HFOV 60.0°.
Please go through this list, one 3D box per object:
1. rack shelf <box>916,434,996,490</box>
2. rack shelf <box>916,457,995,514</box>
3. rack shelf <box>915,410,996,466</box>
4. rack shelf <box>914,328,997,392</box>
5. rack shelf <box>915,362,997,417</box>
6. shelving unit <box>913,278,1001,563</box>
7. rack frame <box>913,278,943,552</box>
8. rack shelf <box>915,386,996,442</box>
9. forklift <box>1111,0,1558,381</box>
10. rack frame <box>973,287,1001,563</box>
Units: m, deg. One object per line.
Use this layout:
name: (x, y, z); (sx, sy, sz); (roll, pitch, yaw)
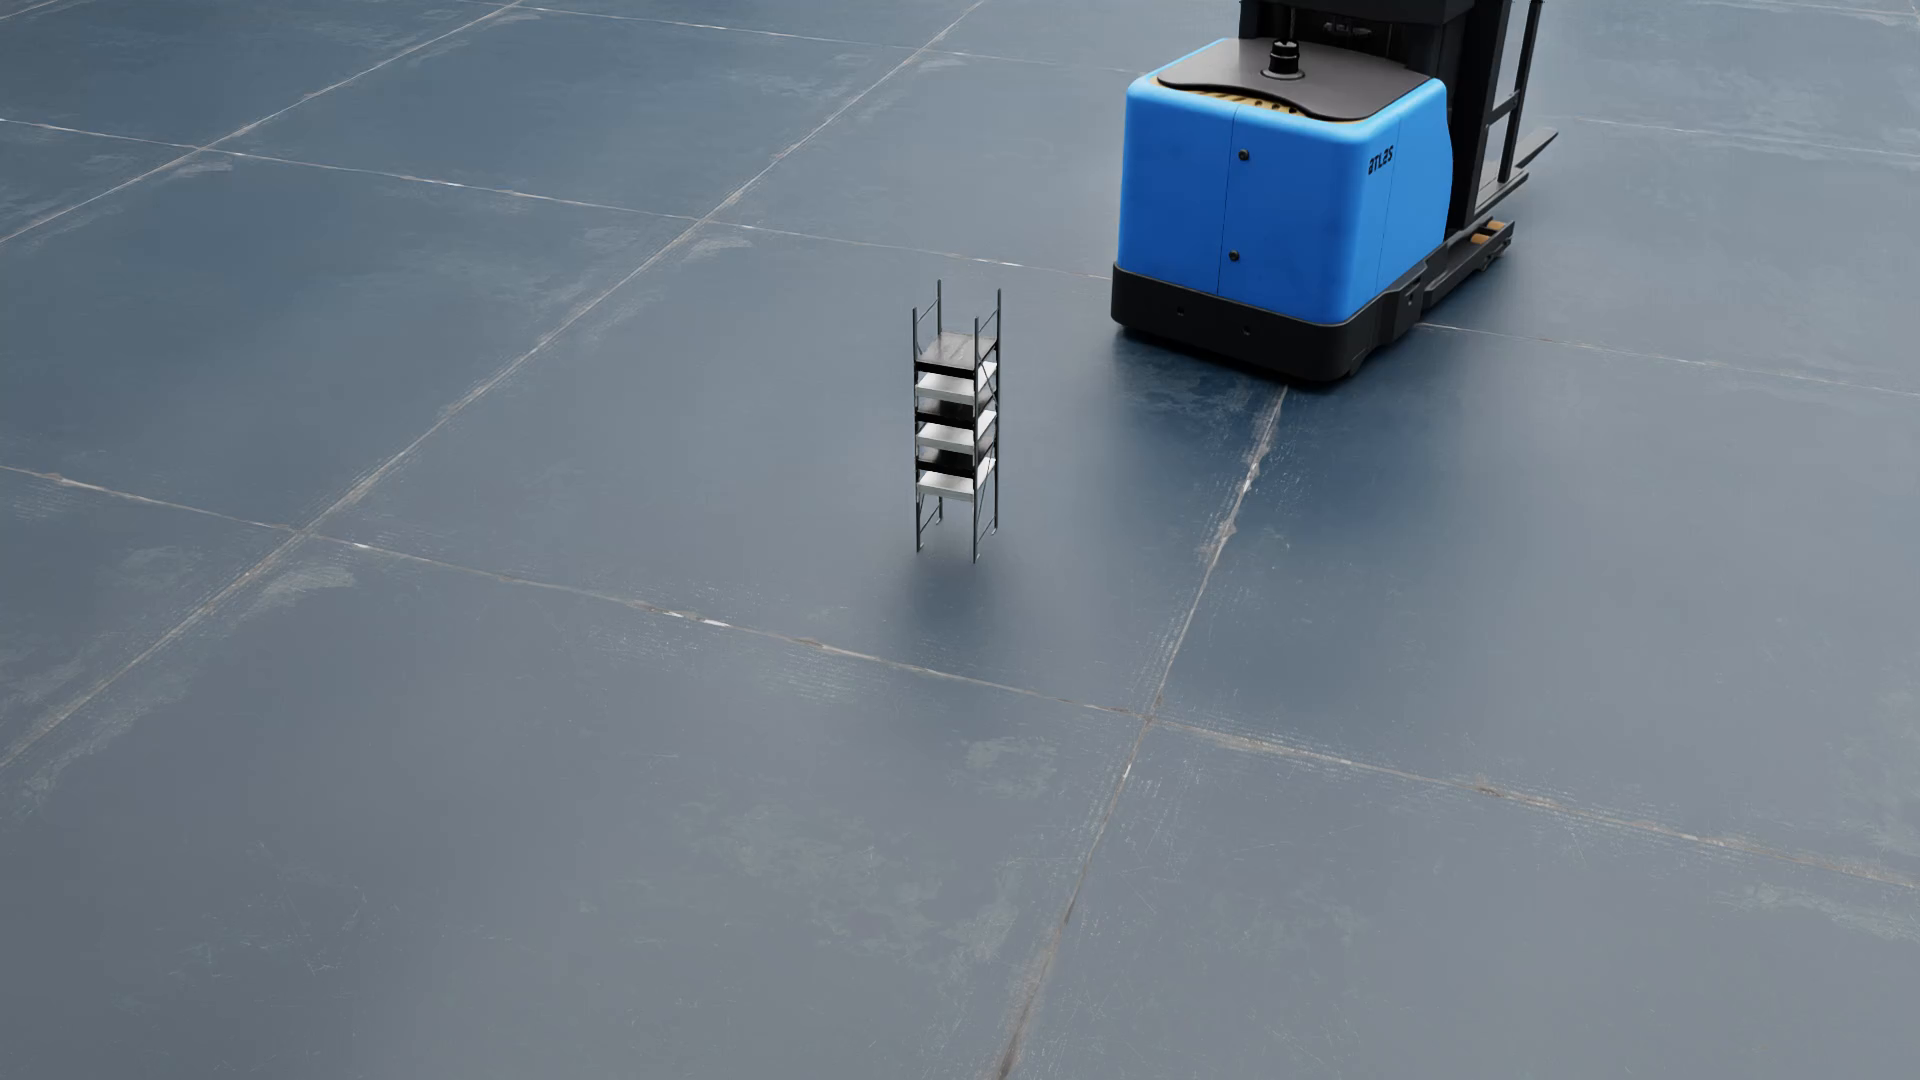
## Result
rack shelf: (-0.008, -0.276, 5.512); (0.200, 0.077, 0.258); (11, 34, 16)
rack shelf: (-0.008, -0.200, 5.560); (0.200, 0.077, 0.258); (11, 34, 16)
rack shelf: (-0.008, -0.352, 5.463); (0.200, 0.077, 0.258); (11, 34, 16)
rack shelf: (-0.008, -0.578, 5.316); (0.200, 0.077, 0.258); (11, 34, 16)
rack shelf: (-0.008, -0.503, 5.365); (0.200, 0.077, 0.258); (11, 34, 16)
shelving unit: (-0.008, -0.380, 5.445); (0.210, 0.900, 0.258); (11, 34, 16)
rack frame: (-0.103, -0.398, 5.473); (0.006, 0.900, 0.240); (11, 34, 16)
rack shelf: (-0.008, -0.427, 5.414); (0.200, 0.077, 0.258); (11, 34, 16)
forklift: (1.911, -2.599, 7.010); (1.130, 2.935, 3.031); (22, 39, 30)
rack frame: (0.088, -0.361, 5.416); (0.006, 0.900, 0.240); (11, 34, 16)
